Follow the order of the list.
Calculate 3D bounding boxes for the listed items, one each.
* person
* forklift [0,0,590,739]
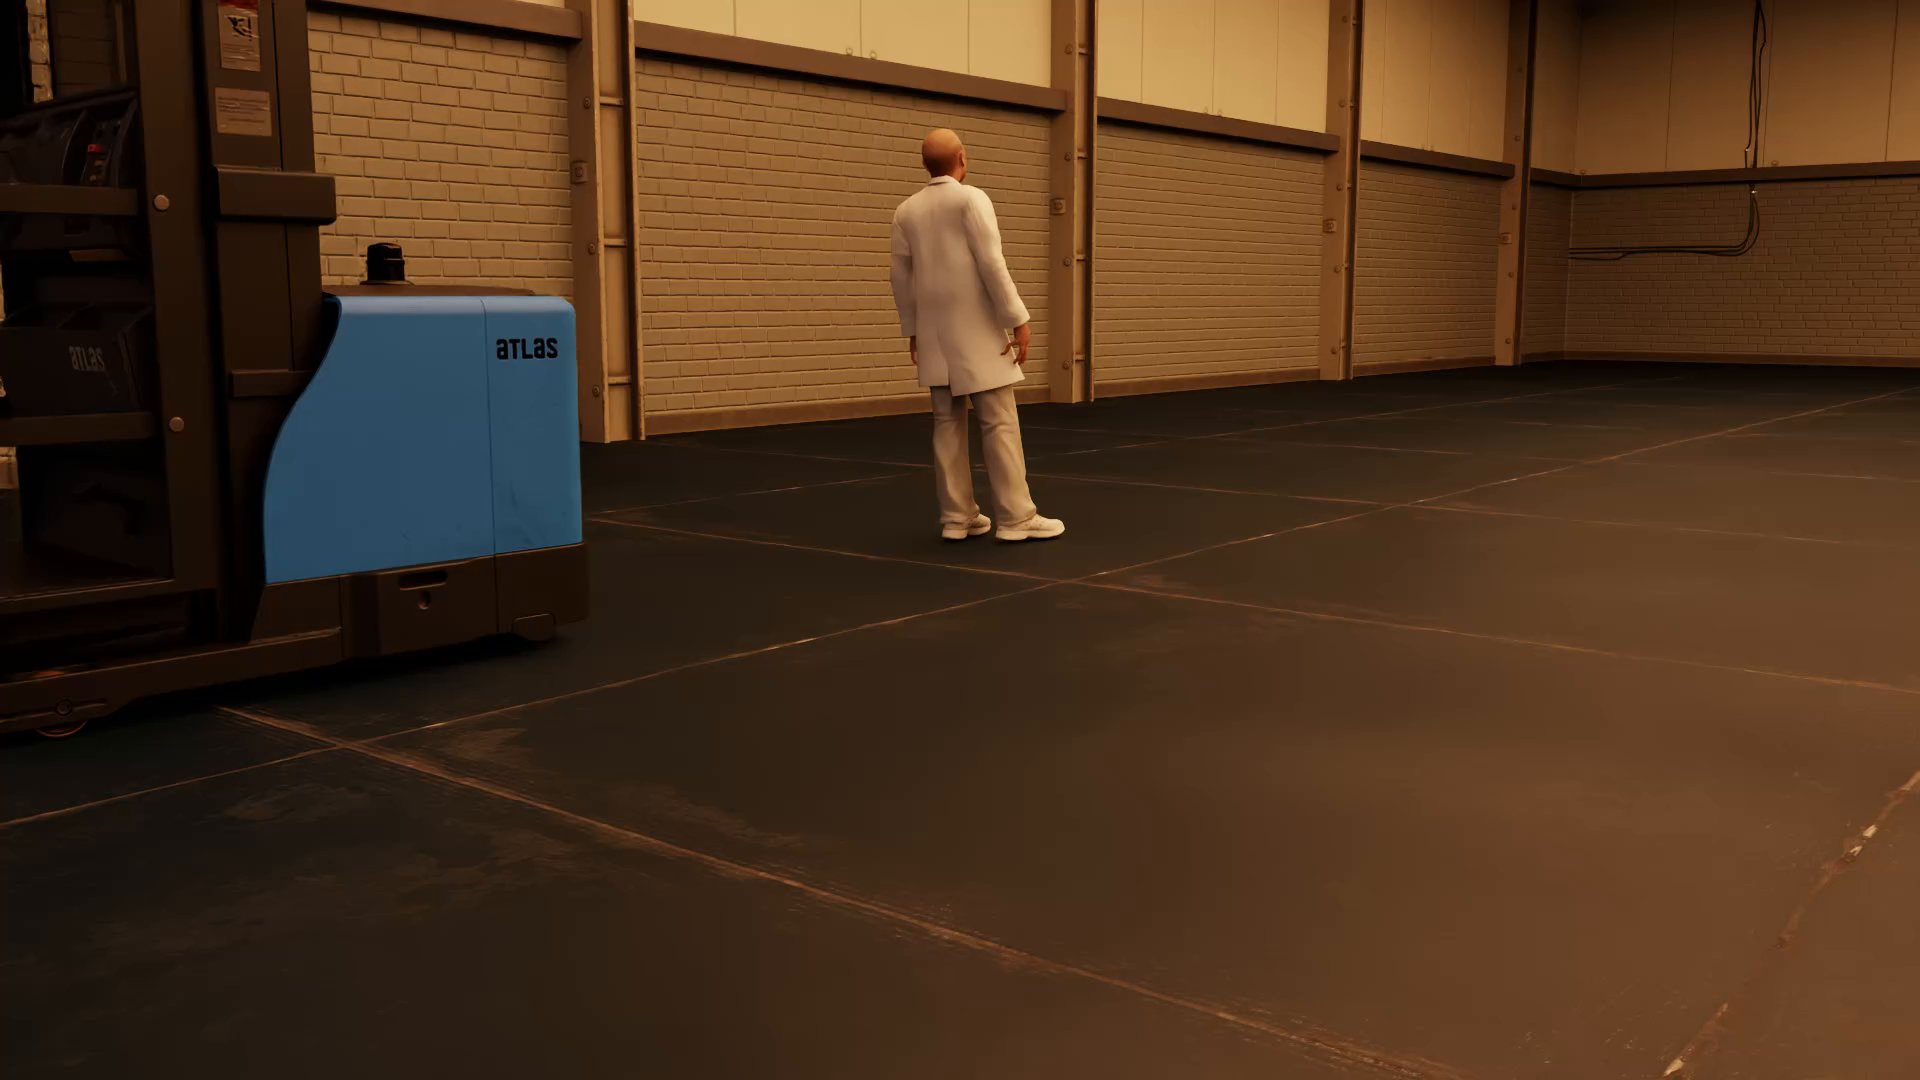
[{"bbox_3d":[0.060,-0.897,7.342,0.696,1.776,0.581,7,11,38],"label":"person"},{"bbox_3d":[-2.538,-1.026,4.297,1.130,2.935,3.031,8,11,42],"label":"forklift"}]
